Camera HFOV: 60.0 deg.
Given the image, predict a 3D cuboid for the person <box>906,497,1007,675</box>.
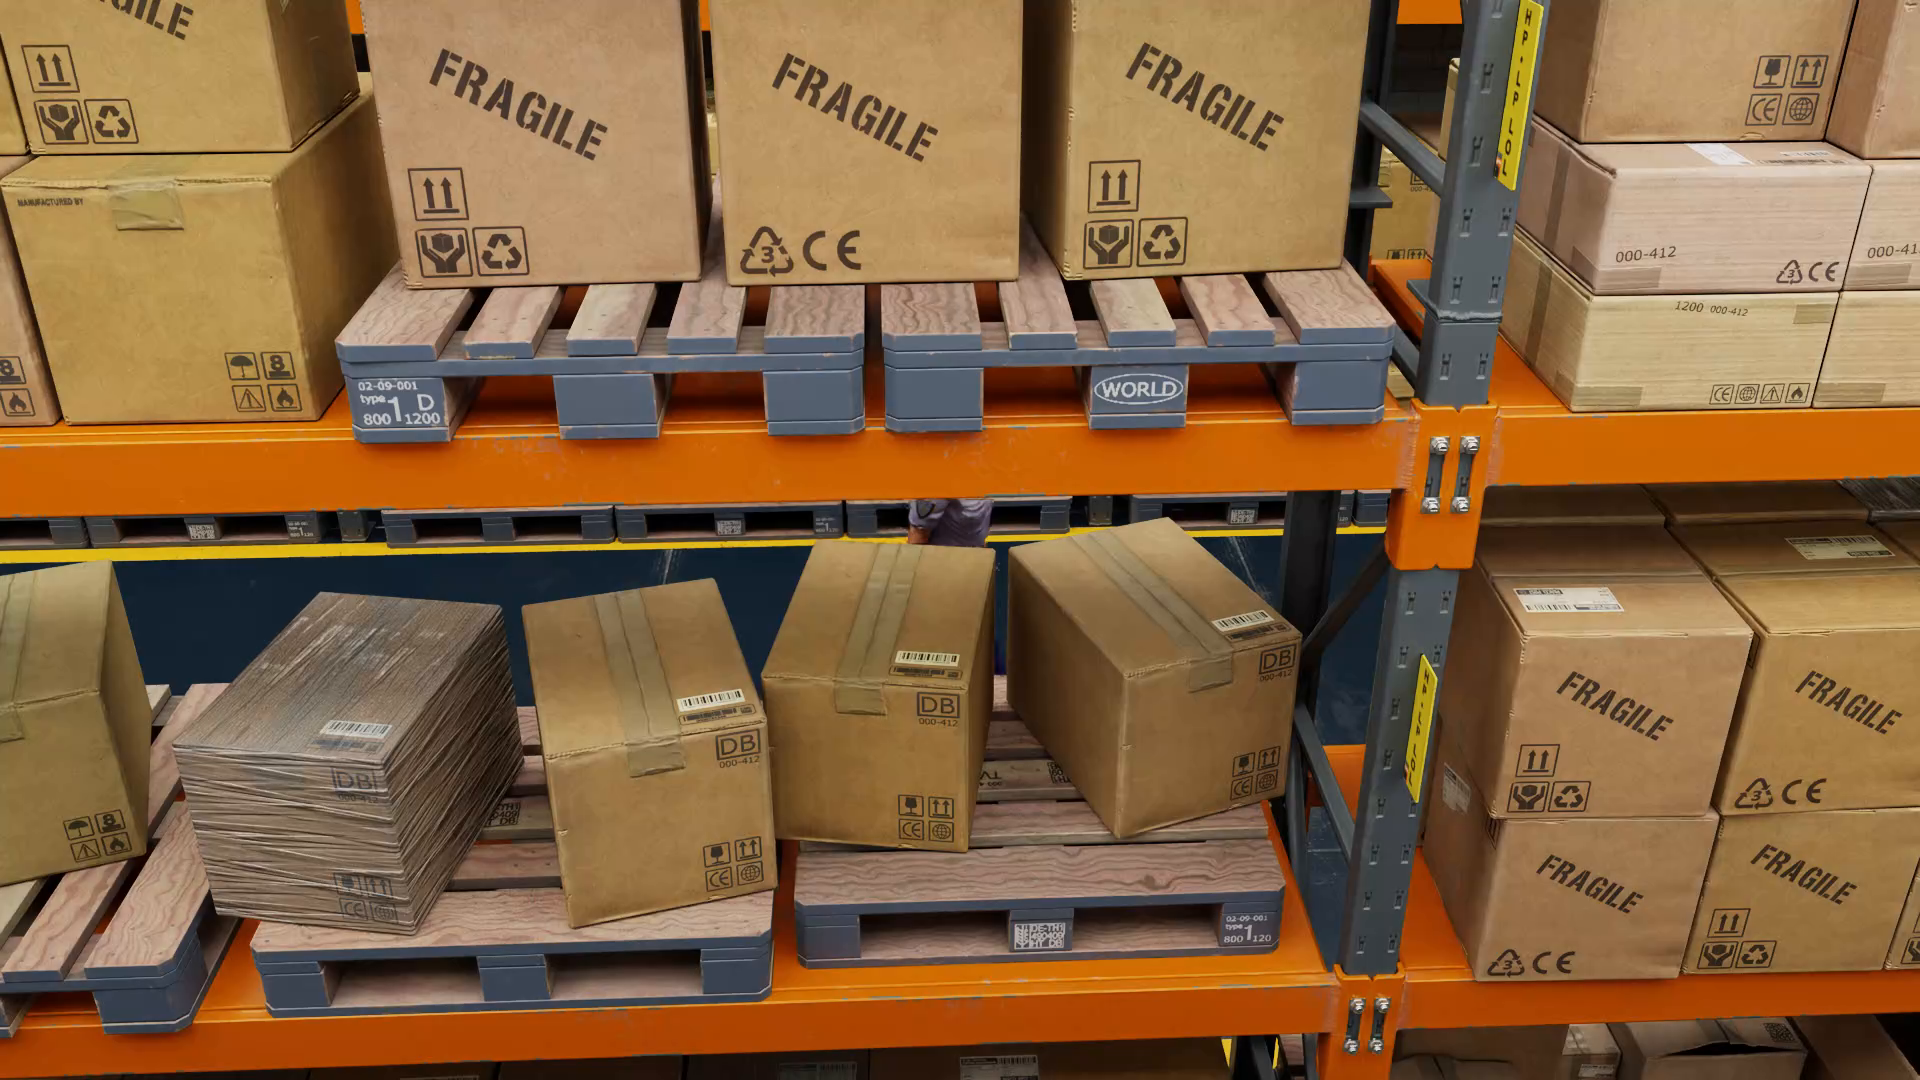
[{"bbox_3d":[-0.033,0.108,6.932,1.024,1.576,0.506,3,28,6],"label":"person"}]
